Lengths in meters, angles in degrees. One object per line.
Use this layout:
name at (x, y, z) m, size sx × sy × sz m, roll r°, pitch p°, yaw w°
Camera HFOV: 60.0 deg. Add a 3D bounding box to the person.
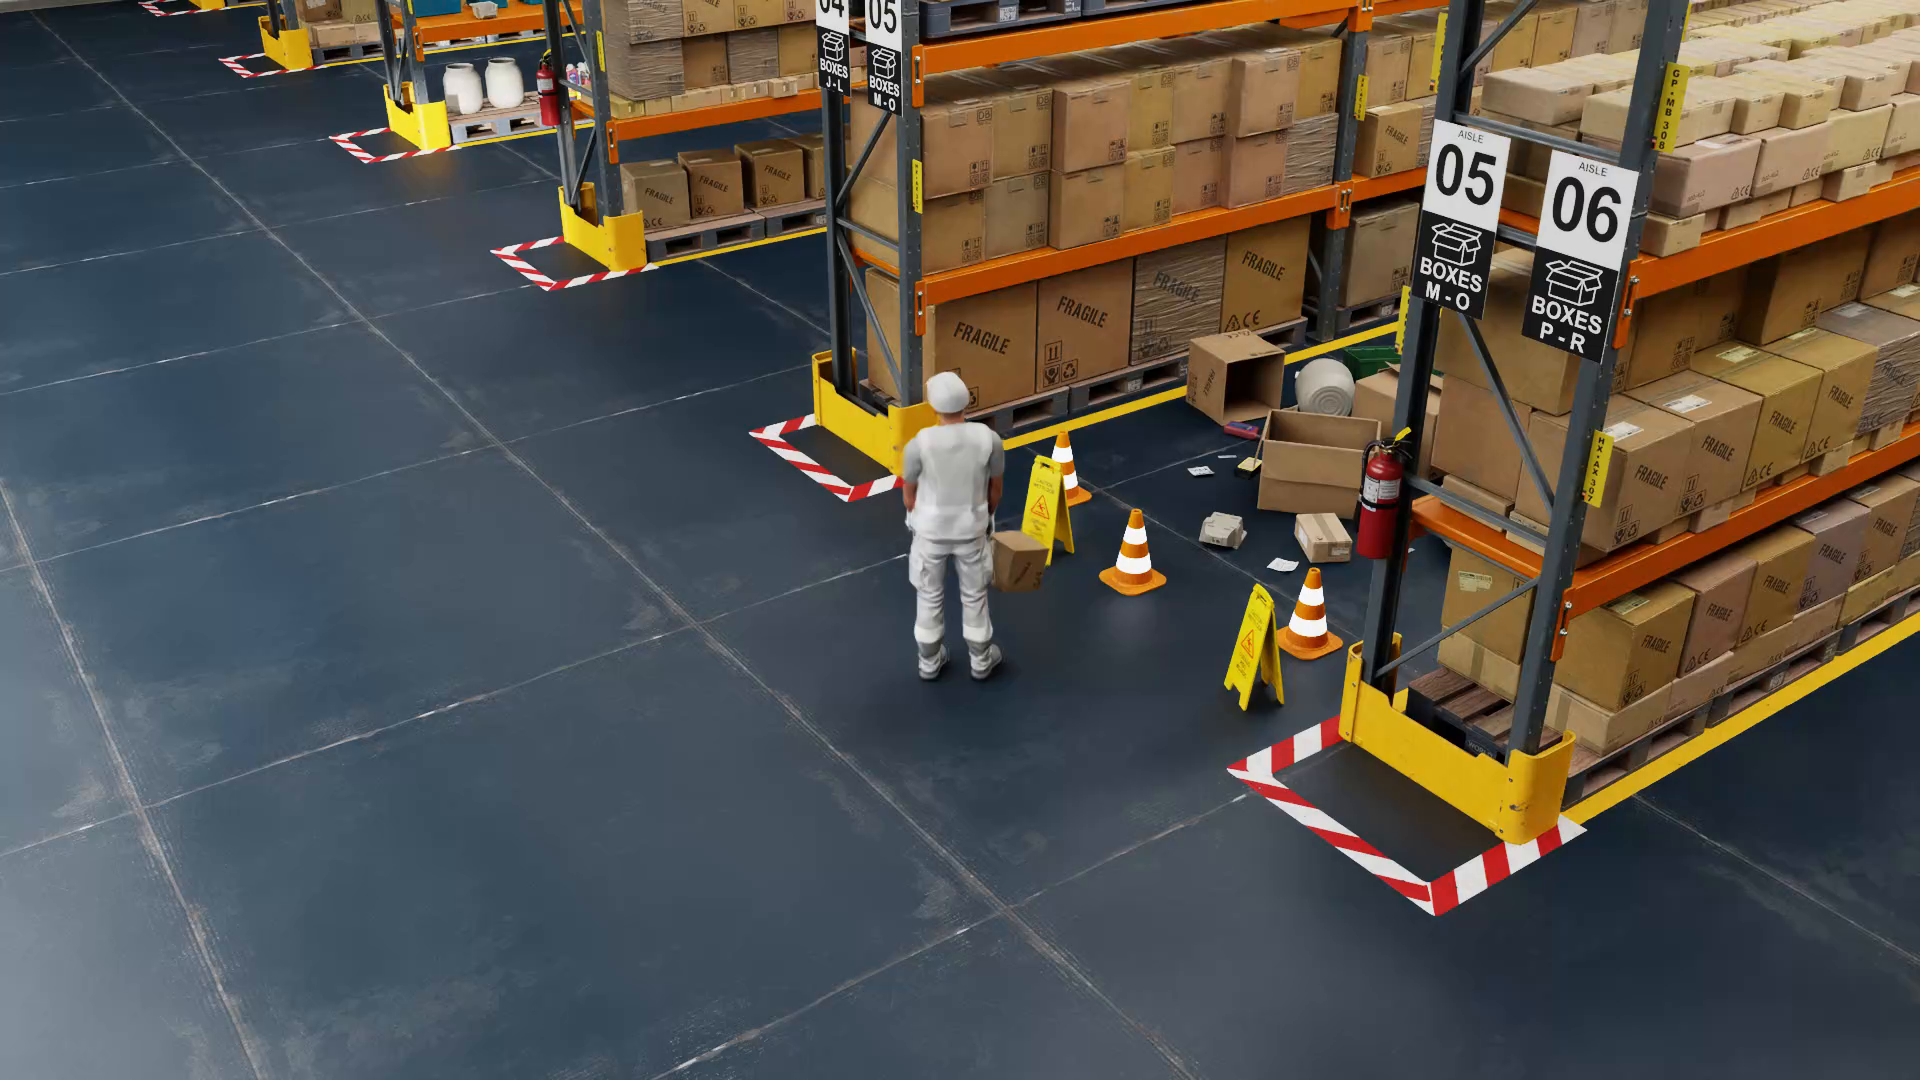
person at (-0.034, -0.072, 8.682) m, size 0.563 × 1.802 × 0.436 m, roll -5°, pitch 29°, yaw -9°
